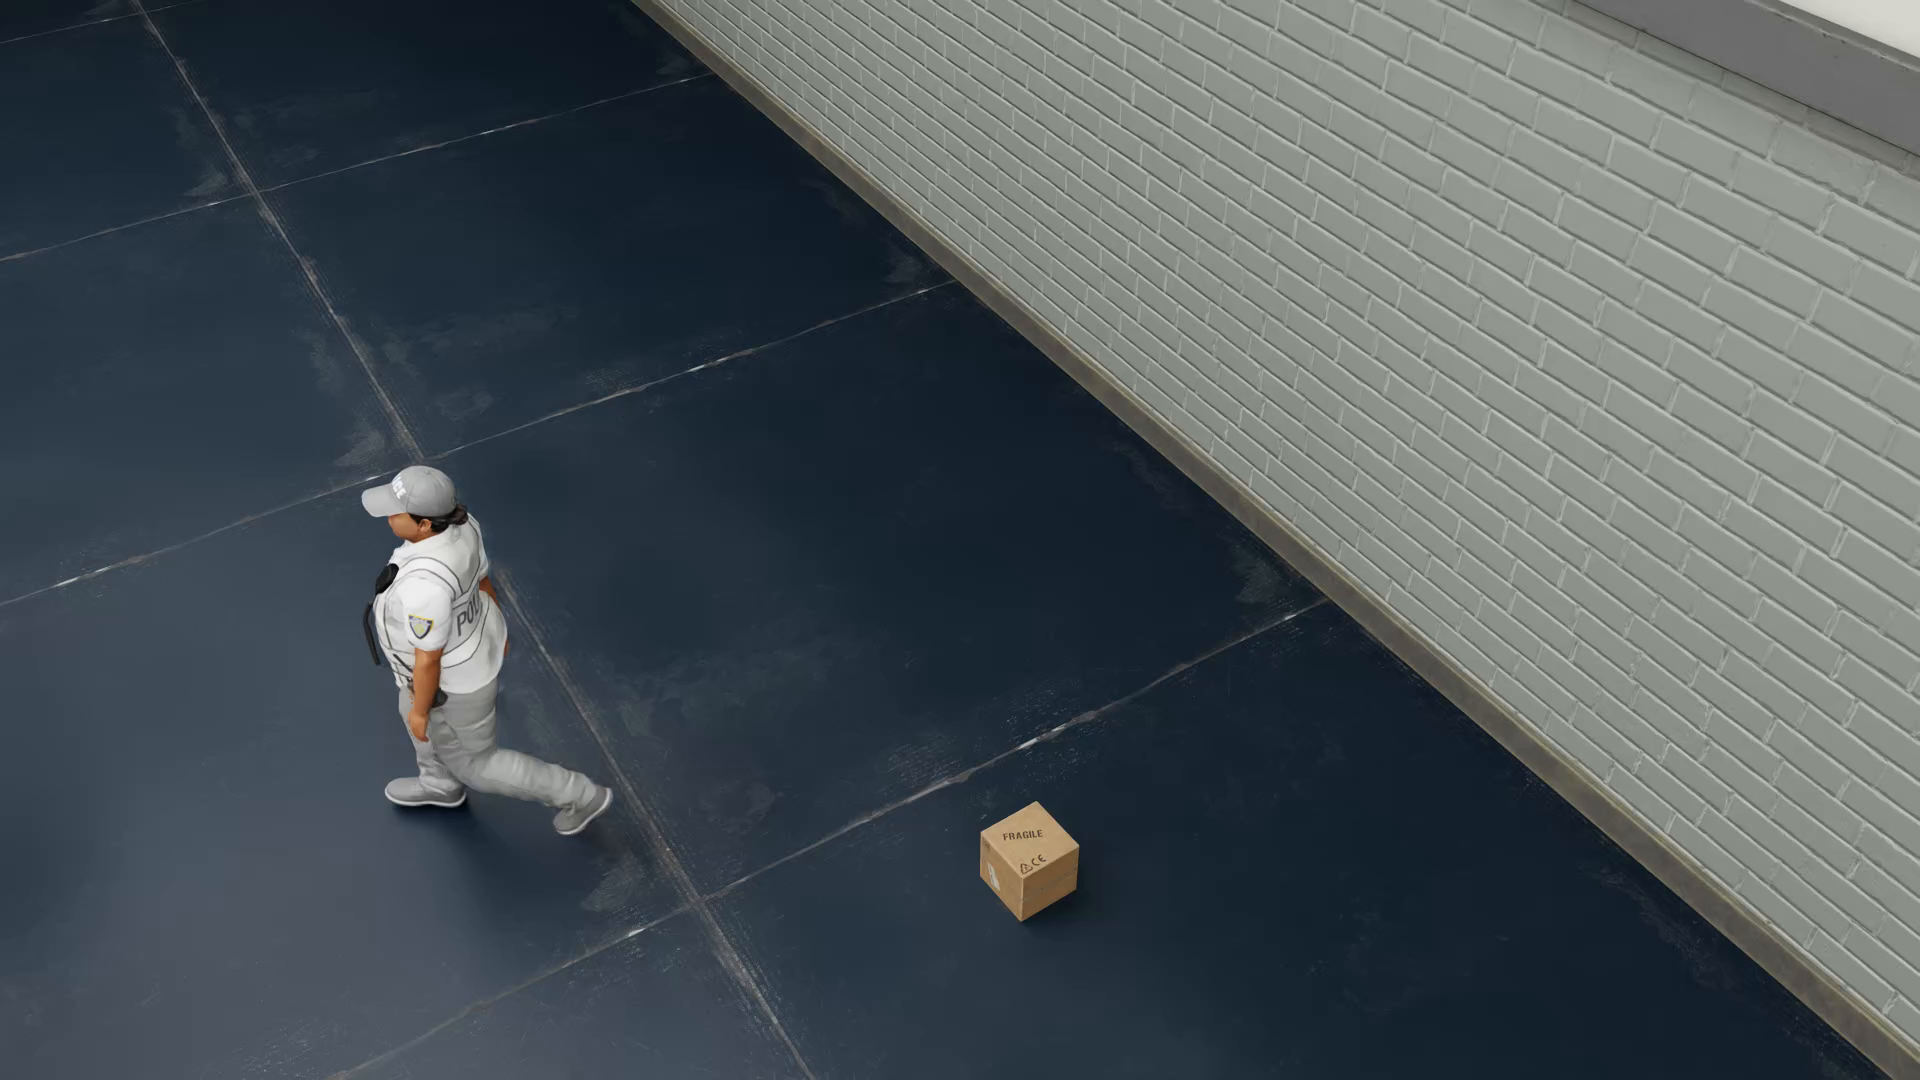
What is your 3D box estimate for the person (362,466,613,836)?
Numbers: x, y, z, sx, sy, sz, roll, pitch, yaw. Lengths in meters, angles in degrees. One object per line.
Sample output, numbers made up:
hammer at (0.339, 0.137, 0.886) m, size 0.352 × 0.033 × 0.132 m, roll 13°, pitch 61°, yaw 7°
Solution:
person at (-1.702, 0.419, 5.668) m, size 0.906 × 1.615 × 0.491 m, roll -1°, pitch 41°, yaw -2°
